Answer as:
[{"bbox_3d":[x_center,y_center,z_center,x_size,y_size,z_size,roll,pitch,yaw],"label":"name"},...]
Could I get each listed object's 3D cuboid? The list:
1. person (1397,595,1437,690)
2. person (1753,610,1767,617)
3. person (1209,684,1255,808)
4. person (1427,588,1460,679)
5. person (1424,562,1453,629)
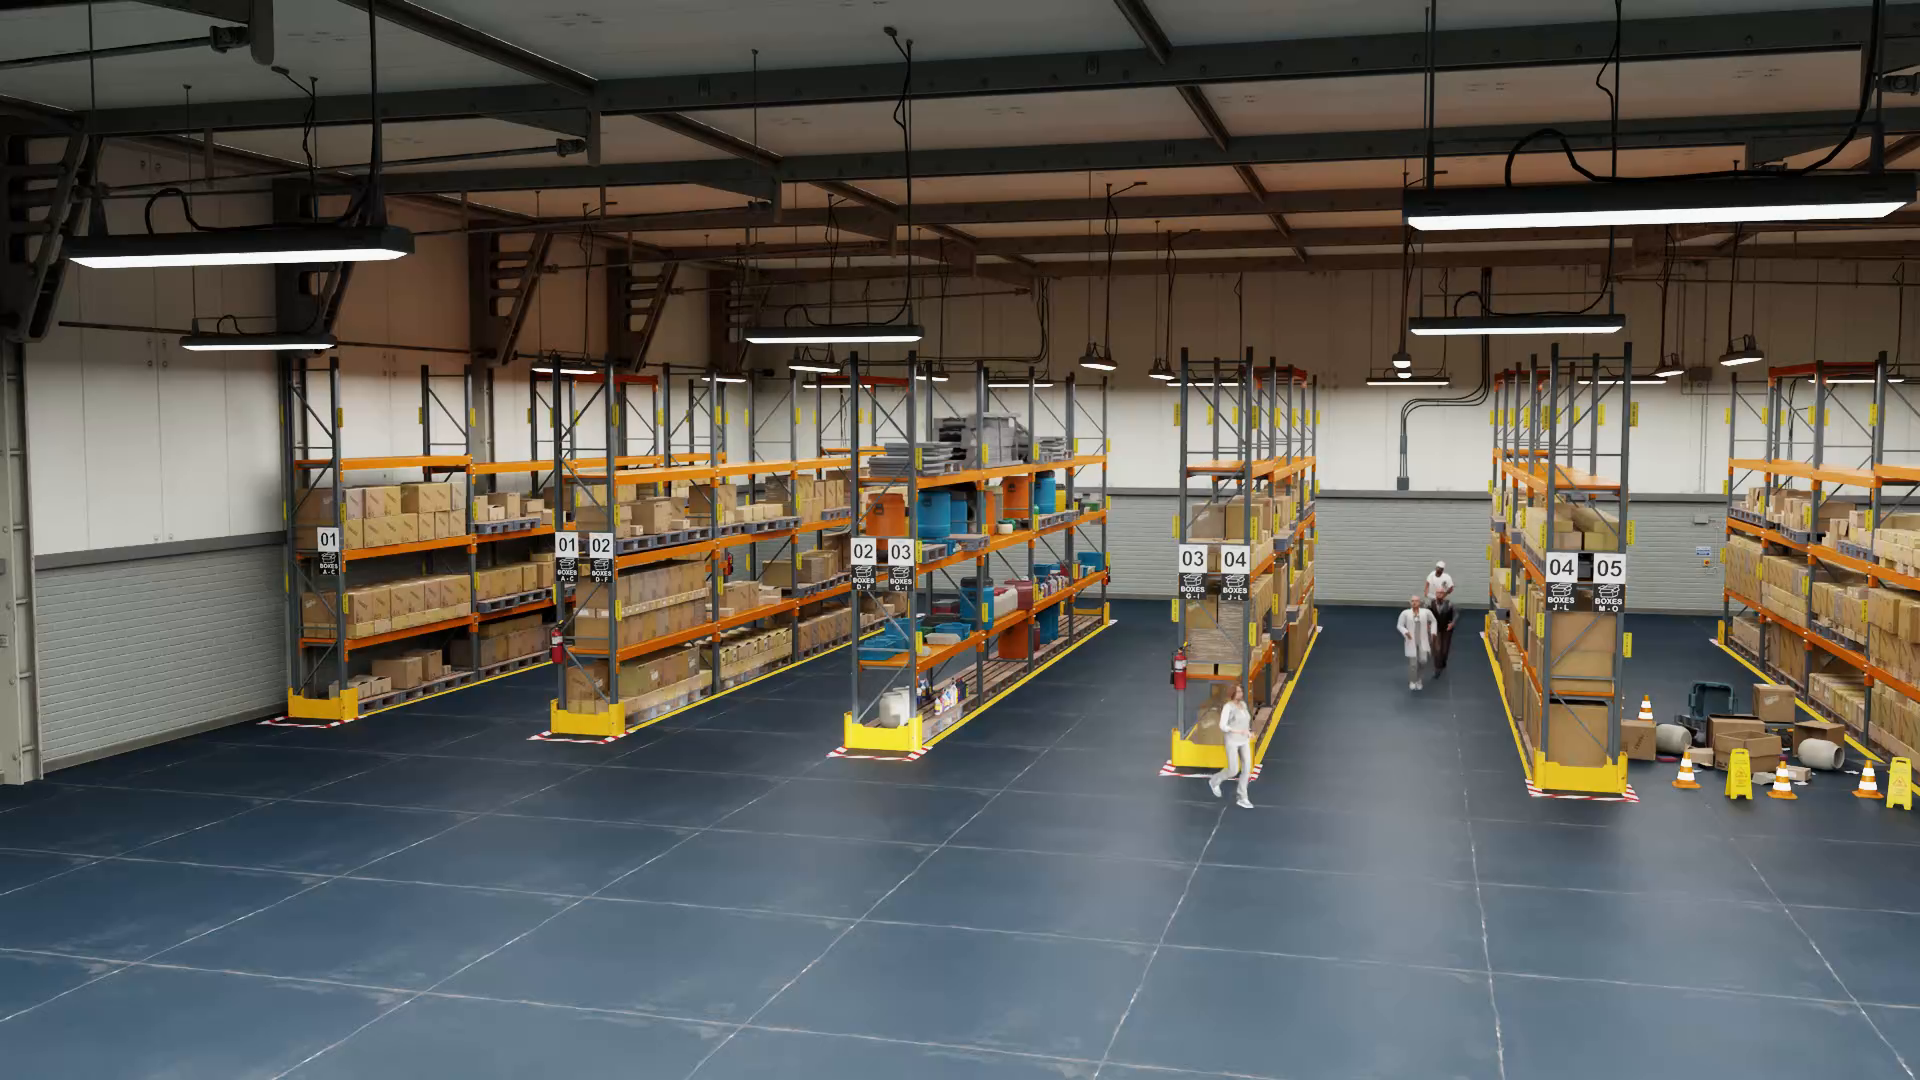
[{"bbox_3d":[8.383,1.890,30.519,0.721,1.740,0.680,1,4,13],"label":"person"},{"bbox_3d":[18.244,1.388,37.800,0.769,1.671,0.652,-2,5,-30],"label":"person"},{"bbox_3d":[3.549,2.639,21.509,0.542,1.574,0.731,-3,5,-35],"label":"person"},{"bbox_3d":[9.344,1.785,32.258,0.662,1.730,0.783,2,4,20],"label":"person"},{"bbox_3d":[11.171,1.320,38.805,0.693,1.671,0.739,-3,5,-38],"label":"person"}]
